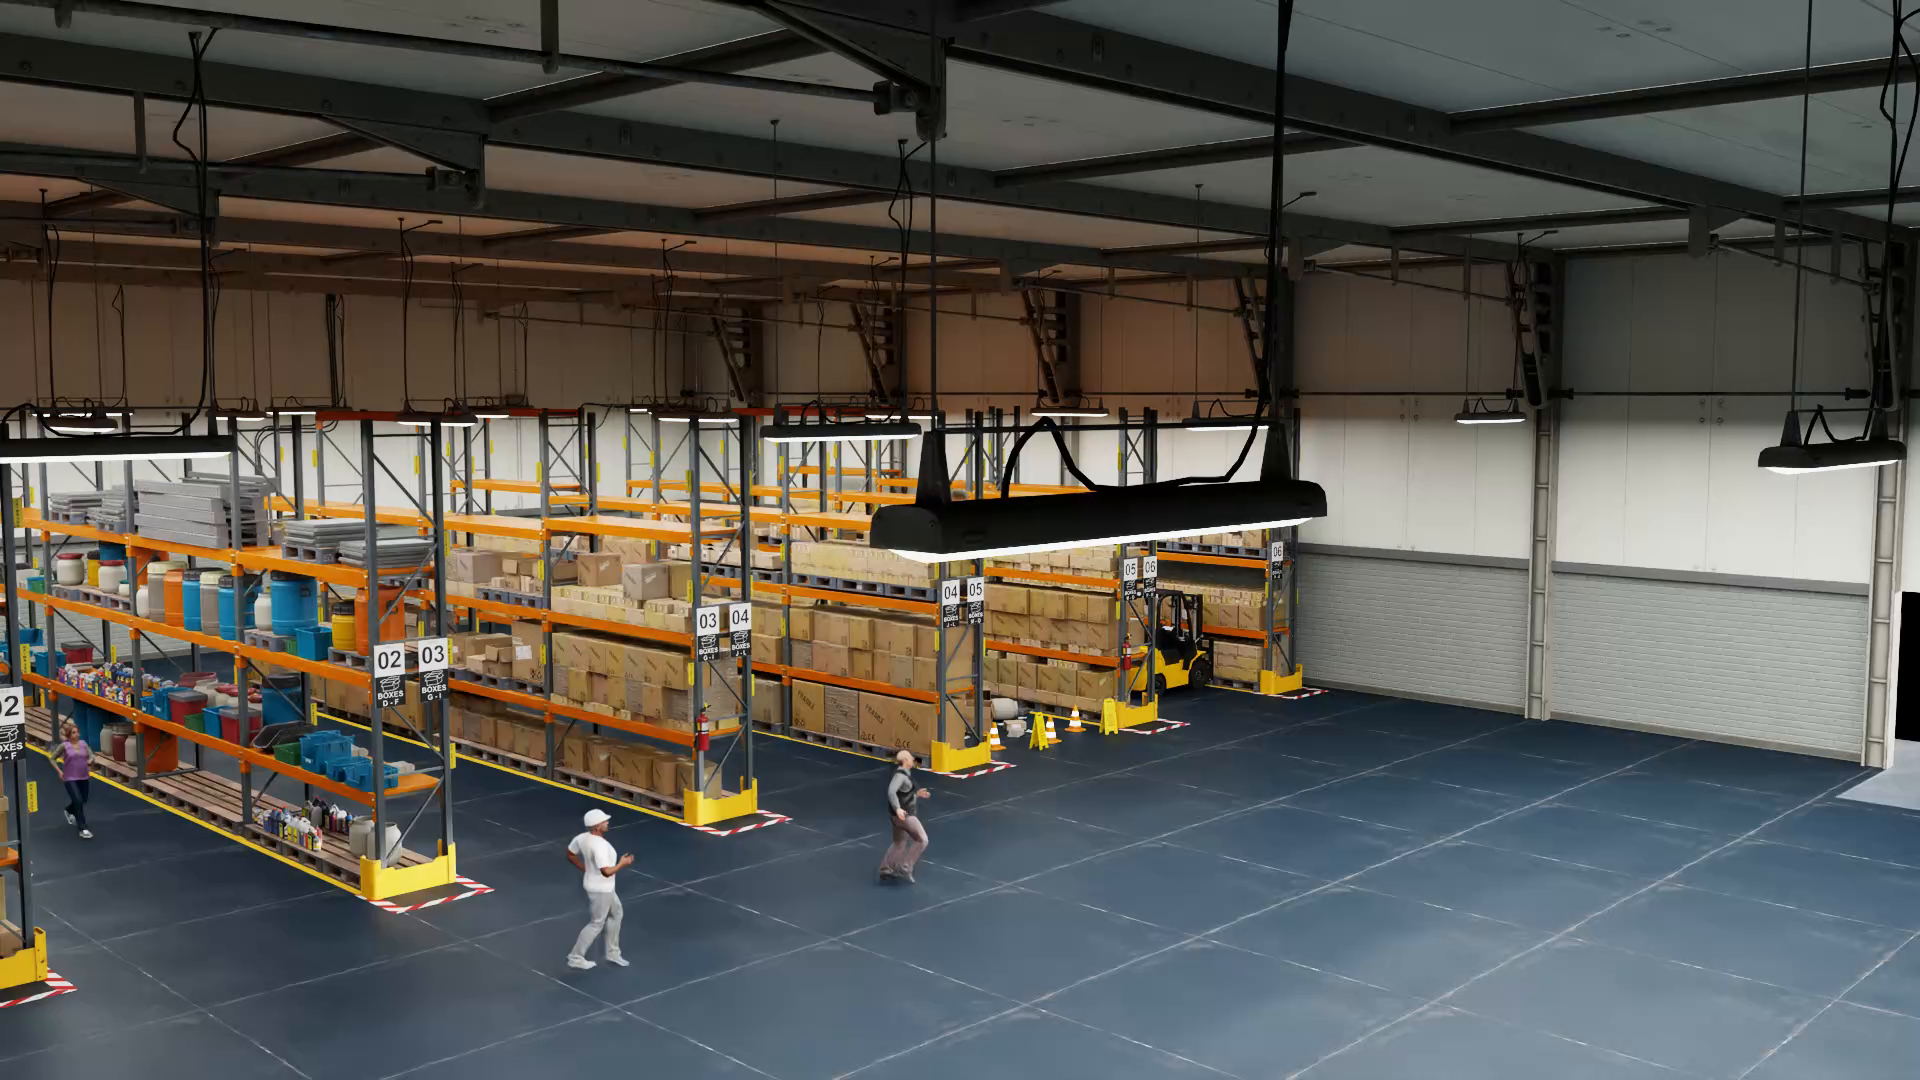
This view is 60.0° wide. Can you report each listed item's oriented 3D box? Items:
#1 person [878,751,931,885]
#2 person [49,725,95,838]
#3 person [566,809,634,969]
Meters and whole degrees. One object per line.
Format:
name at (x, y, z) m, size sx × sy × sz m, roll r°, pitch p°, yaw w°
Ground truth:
person at (-0.707, 3.582, 21.518) m, size 0.717 × 1.738 × 0.652 m, roll -1°, pitch 5°, yaw -16°
person at (-12.651, 3.421, 23.765) m, size 0.877 × 1.576 × 0.543 m, roll 4°, pitch 6°, yaw 35°
person at (-3.938, 3.837, 18.160) m, size 0.730 × 1.824 × 0.676 m, roll -2°, pitch 5°, yaw -23°
